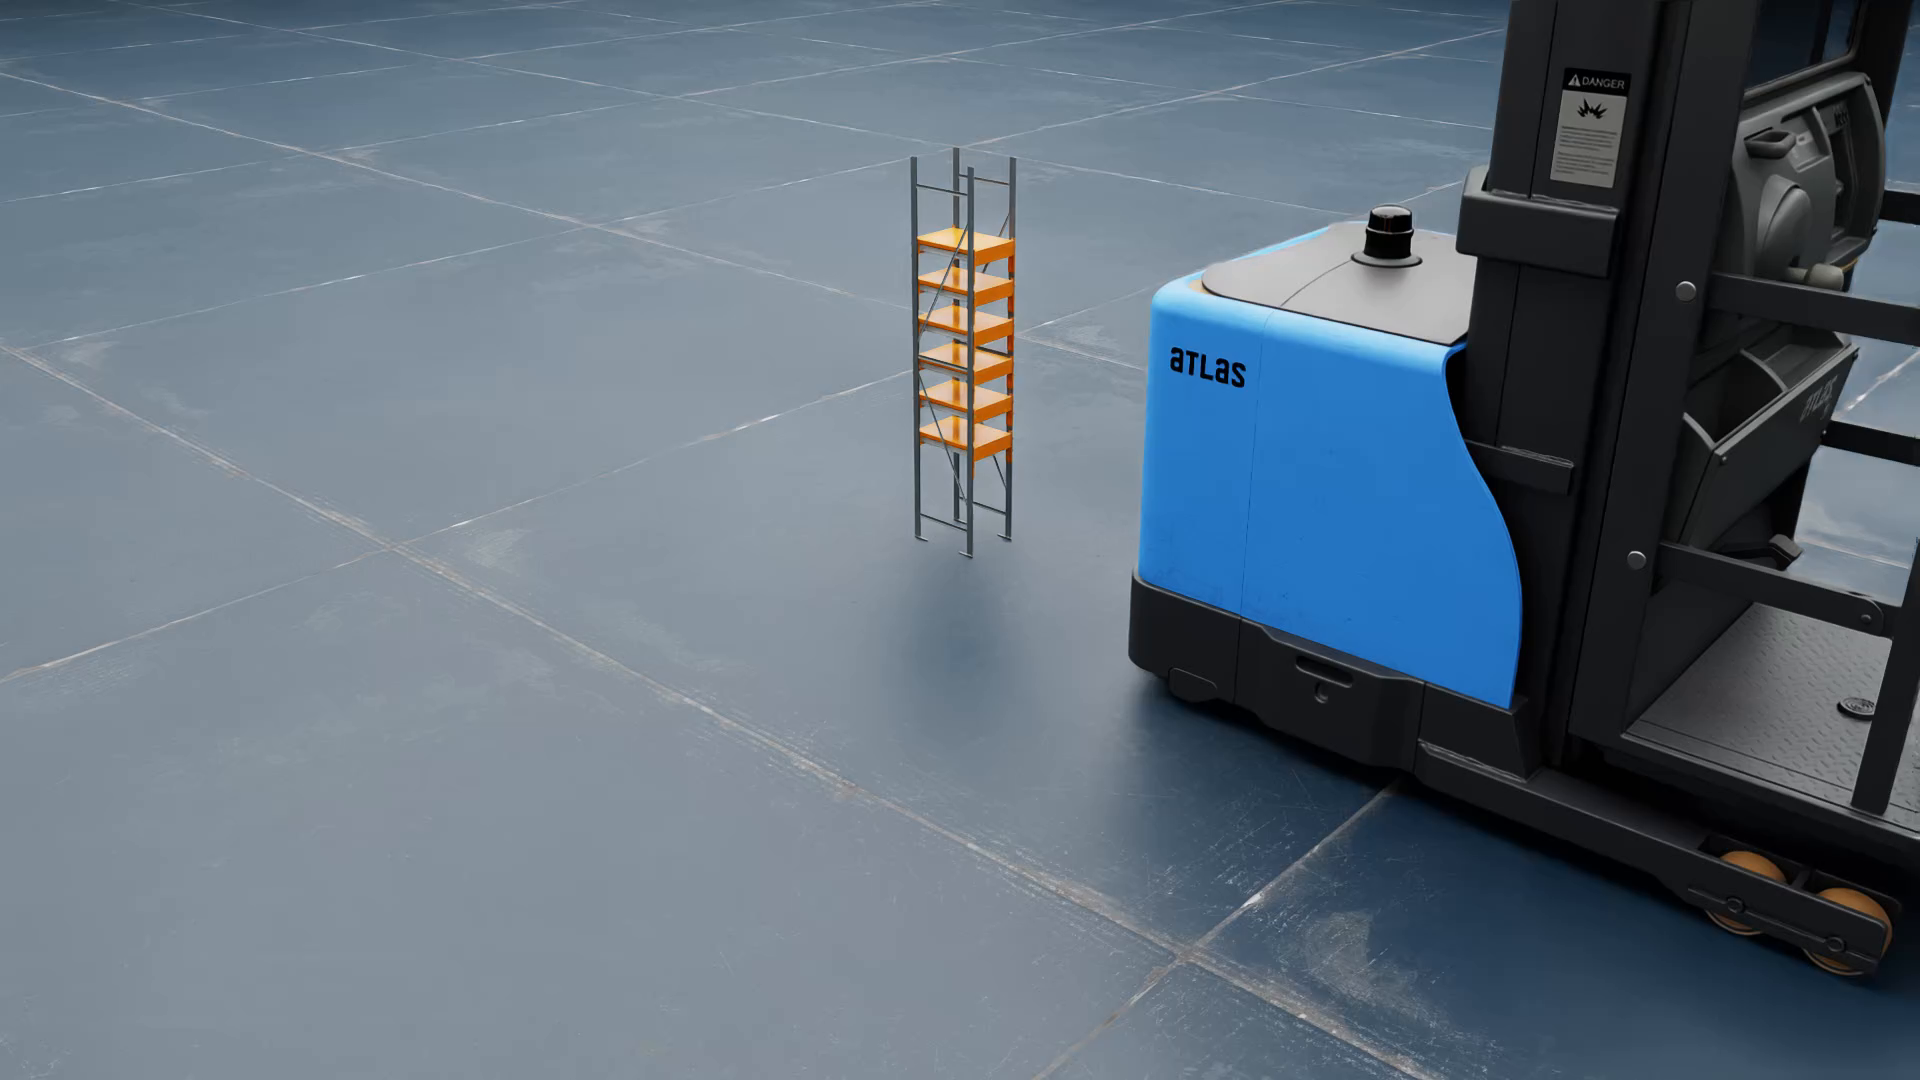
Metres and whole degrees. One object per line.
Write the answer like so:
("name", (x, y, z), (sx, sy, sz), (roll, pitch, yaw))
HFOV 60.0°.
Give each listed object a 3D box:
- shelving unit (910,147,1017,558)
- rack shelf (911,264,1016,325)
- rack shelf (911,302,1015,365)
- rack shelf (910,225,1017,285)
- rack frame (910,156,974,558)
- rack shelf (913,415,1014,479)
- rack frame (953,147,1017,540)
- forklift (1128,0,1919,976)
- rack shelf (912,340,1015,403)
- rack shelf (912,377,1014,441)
("shelving unit", (0.010, -0.552, 5.014), (0.258, 1.200, 0.189), (20, 31, 38))
("rack shelf", (0.010, -0.730, 4.934), (0.258, 0.103, 0.180), (20, 31, 38))
("rack shelf", (0.010, -0.621, 4.983), (0.258, 0.103, 0.180), (20, 31, 38))
("rack shelf", (0.010, -0.840, 4.885), (0.258, 0.103, 0.180), (20, 31, 38))
("rack frame", (-0.051, -0.524, 4.952), (0.240, 1.200, 0.006), (20, 31, 38))
("rack shelf", (0.010, -0.292, 5.131), (0.258, 0.103, 0.180), (20, 31, 38))
("rack frame", (0.071, -0.580, 5.077), (0.240, 1.200, 0.006), (20, 31, 38))
("forklift", (1.884, -0.714, 3.261), (3.031, 2.935, 1.130), (20, 31, 37))
("rack shelf", (0.010, -0.511, 5.033), (0.258, 0.103, 0.180), (20, 31, 38))
("rack shelf", (0.010, -0.402, 5.082), (0.258, 0.103, 0.180), (20, 31, 38))
